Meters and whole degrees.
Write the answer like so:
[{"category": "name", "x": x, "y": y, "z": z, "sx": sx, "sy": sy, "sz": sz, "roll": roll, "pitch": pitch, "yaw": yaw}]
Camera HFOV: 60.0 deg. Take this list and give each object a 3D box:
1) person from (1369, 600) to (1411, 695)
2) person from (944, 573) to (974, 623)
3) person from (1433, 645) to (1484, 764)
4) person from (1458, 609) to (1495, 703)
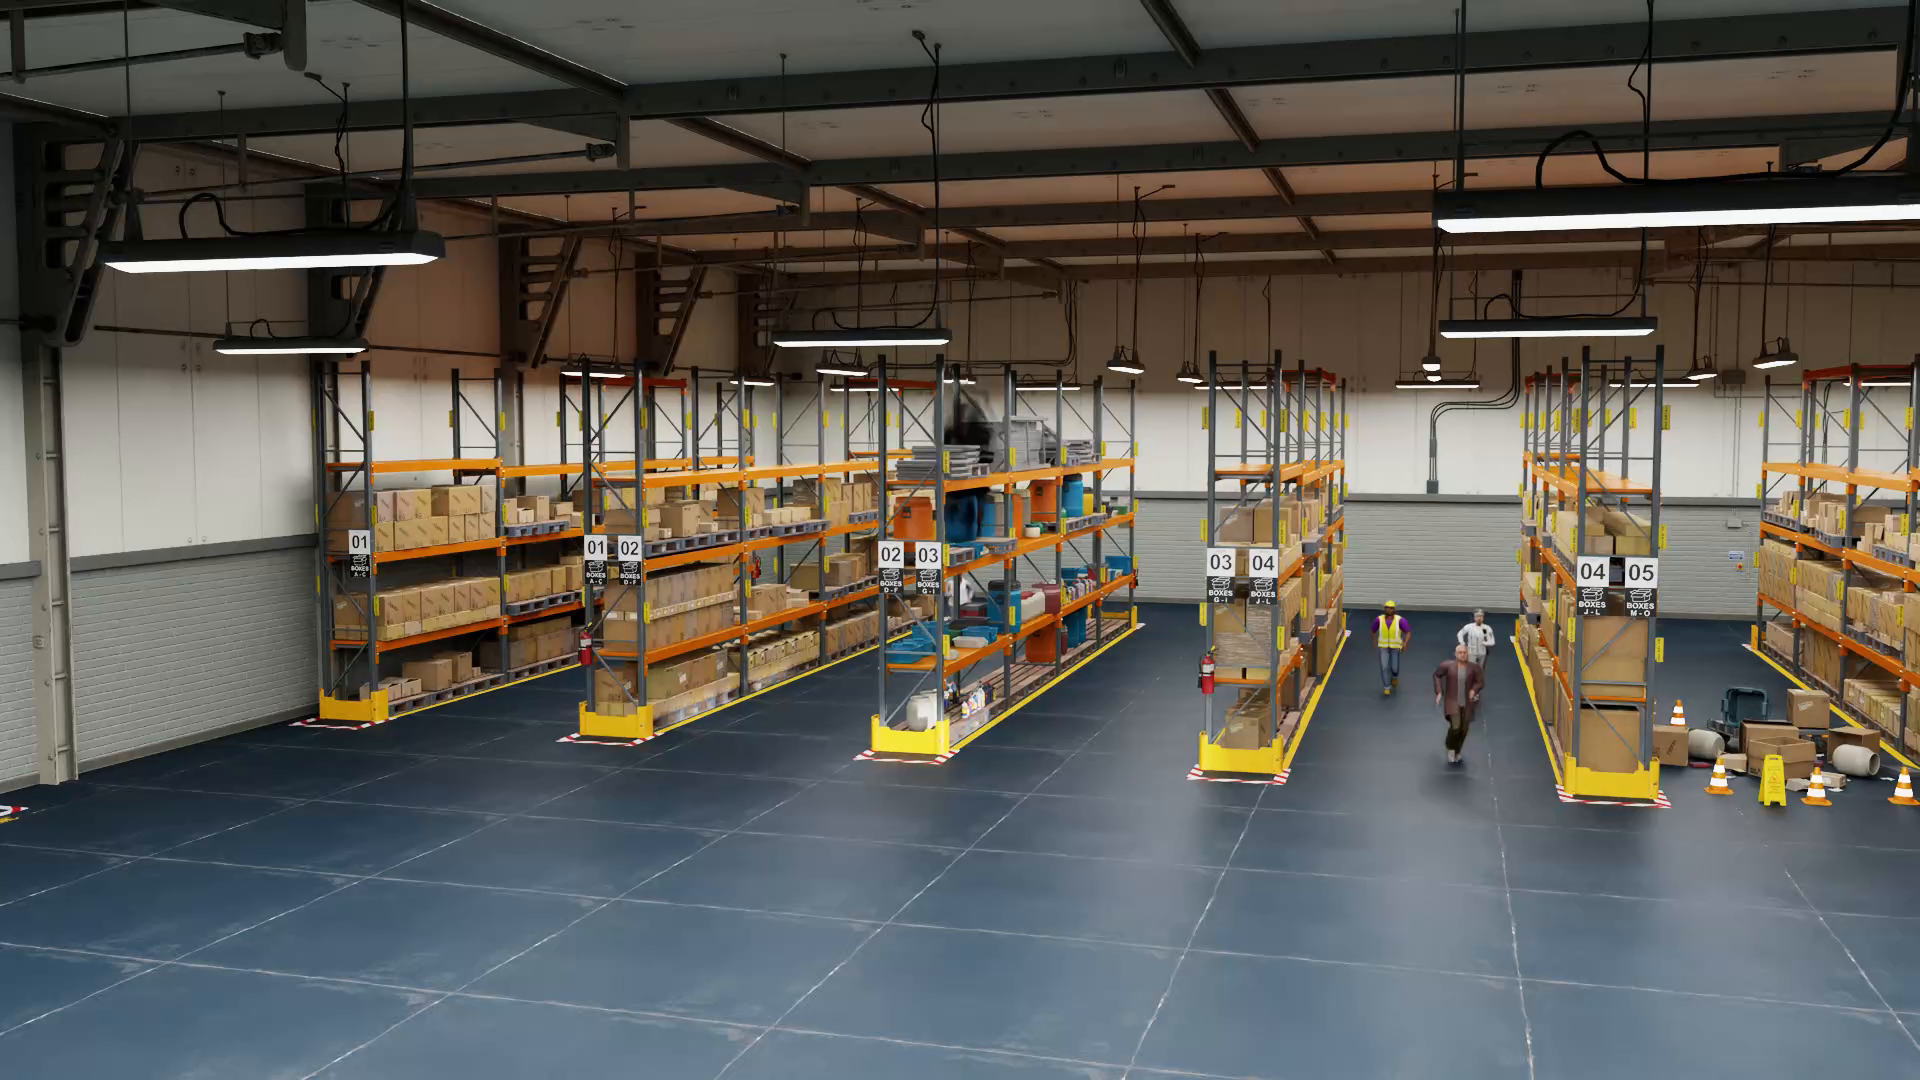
[{"category": "person", "x": 7.875, "y": 1.961, "z": 30.492, "sx": 0.741, "sy": 1.725, "sz": 0.696, "roll": 1, "pitch": 4, "yaw": 18}, {"category": "person", "x": -0.040, "y": 1.475, "z": 37.050, "sx": 0.628, "sy": 1.777, "sz": 0.694, "roll": 1, "pitch": 4, "yaw": 10}, {"category": "person", "x": 7.266, "y": 2.391, "z": 24.193, "sx": 0.680, "sy": 1.750, "sz": 0.794, "roll": 0, "pitch": 4, "yaw": 3}, {"category": "person", "x": 9.141, "y": 2.059, "z": 29.407, "sx": 0.591, "sy": 1.703, "sz": 0.655, "roll": 1, "pitch": 4, "yaw": 9}]
